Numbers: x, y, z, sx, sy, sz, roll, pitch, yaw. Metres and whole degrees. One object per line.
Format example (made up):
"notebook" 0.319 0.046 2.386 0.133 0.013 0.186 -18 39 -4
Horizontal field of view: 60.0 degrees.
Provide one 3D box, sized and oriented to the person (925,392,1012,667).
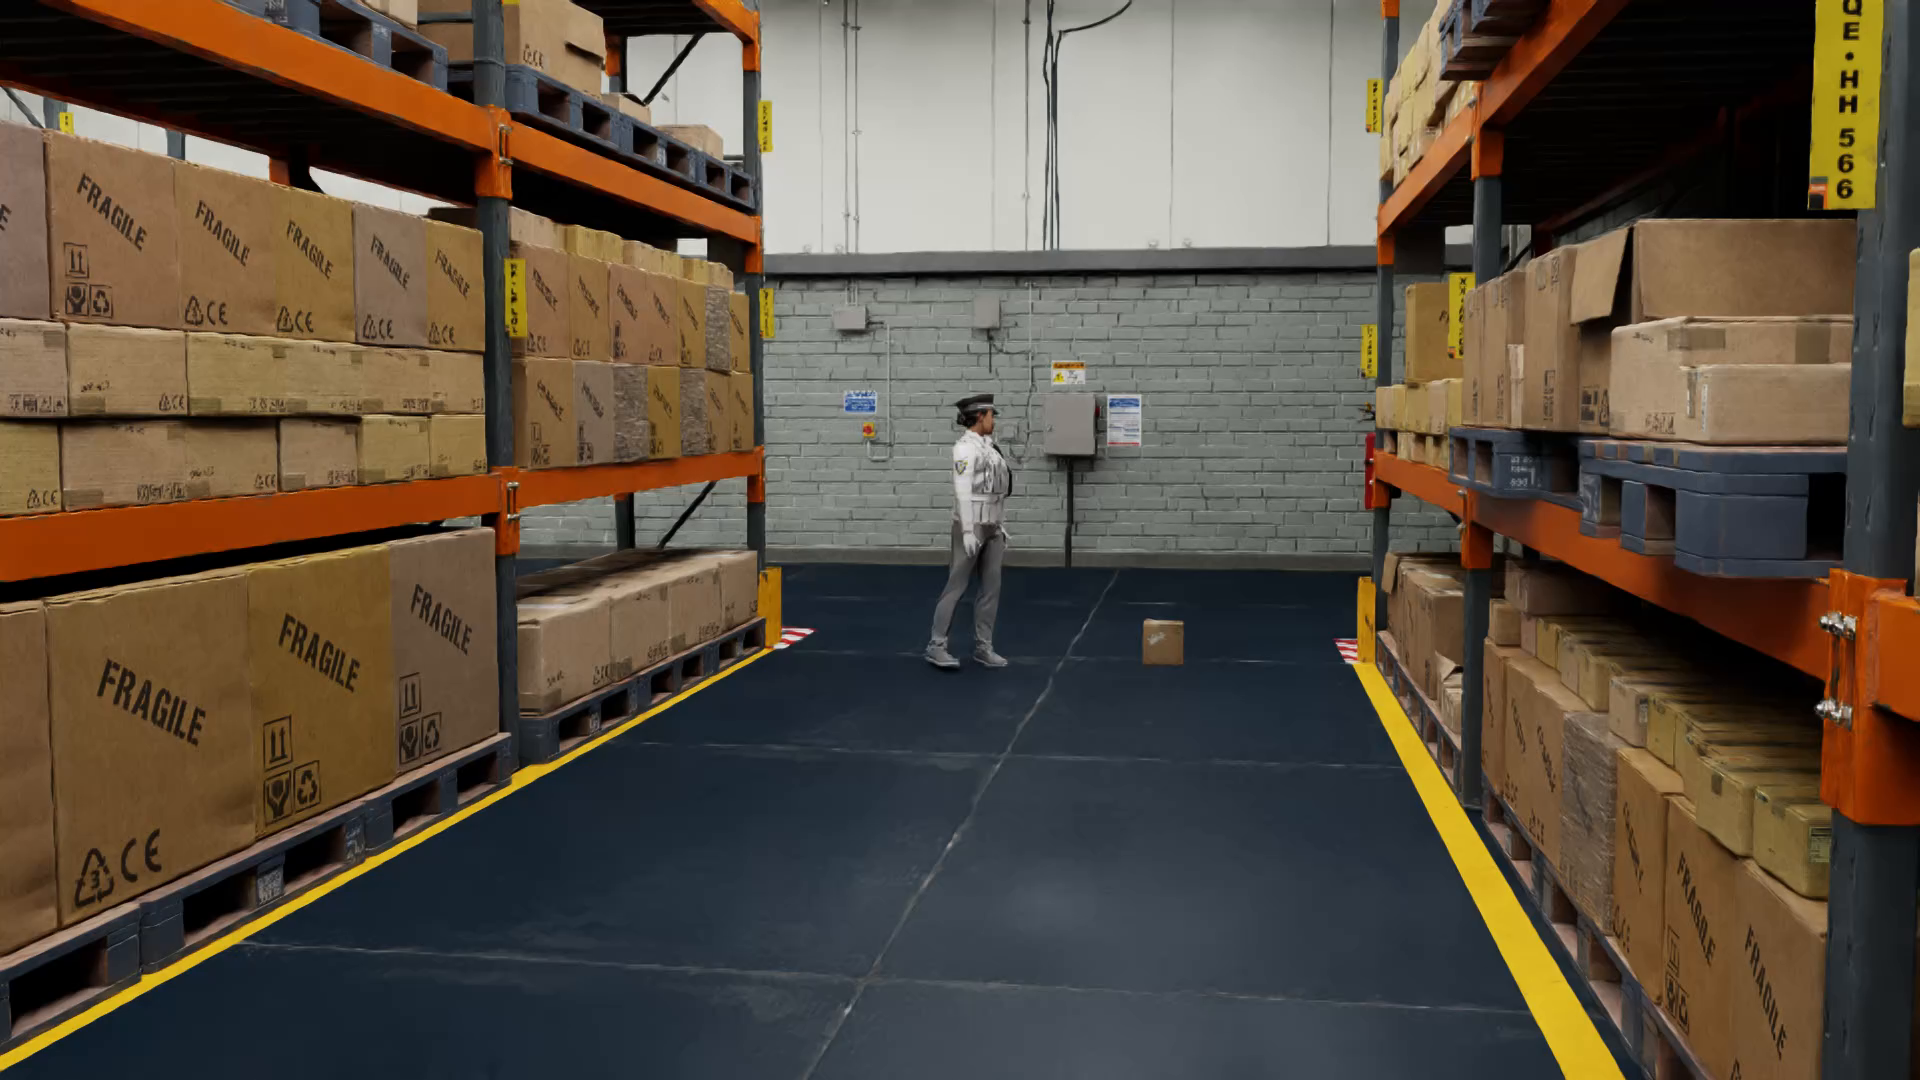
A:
"person" 0.081 -0.064 10.170 0.460 1.674 0.632 2 5 26
